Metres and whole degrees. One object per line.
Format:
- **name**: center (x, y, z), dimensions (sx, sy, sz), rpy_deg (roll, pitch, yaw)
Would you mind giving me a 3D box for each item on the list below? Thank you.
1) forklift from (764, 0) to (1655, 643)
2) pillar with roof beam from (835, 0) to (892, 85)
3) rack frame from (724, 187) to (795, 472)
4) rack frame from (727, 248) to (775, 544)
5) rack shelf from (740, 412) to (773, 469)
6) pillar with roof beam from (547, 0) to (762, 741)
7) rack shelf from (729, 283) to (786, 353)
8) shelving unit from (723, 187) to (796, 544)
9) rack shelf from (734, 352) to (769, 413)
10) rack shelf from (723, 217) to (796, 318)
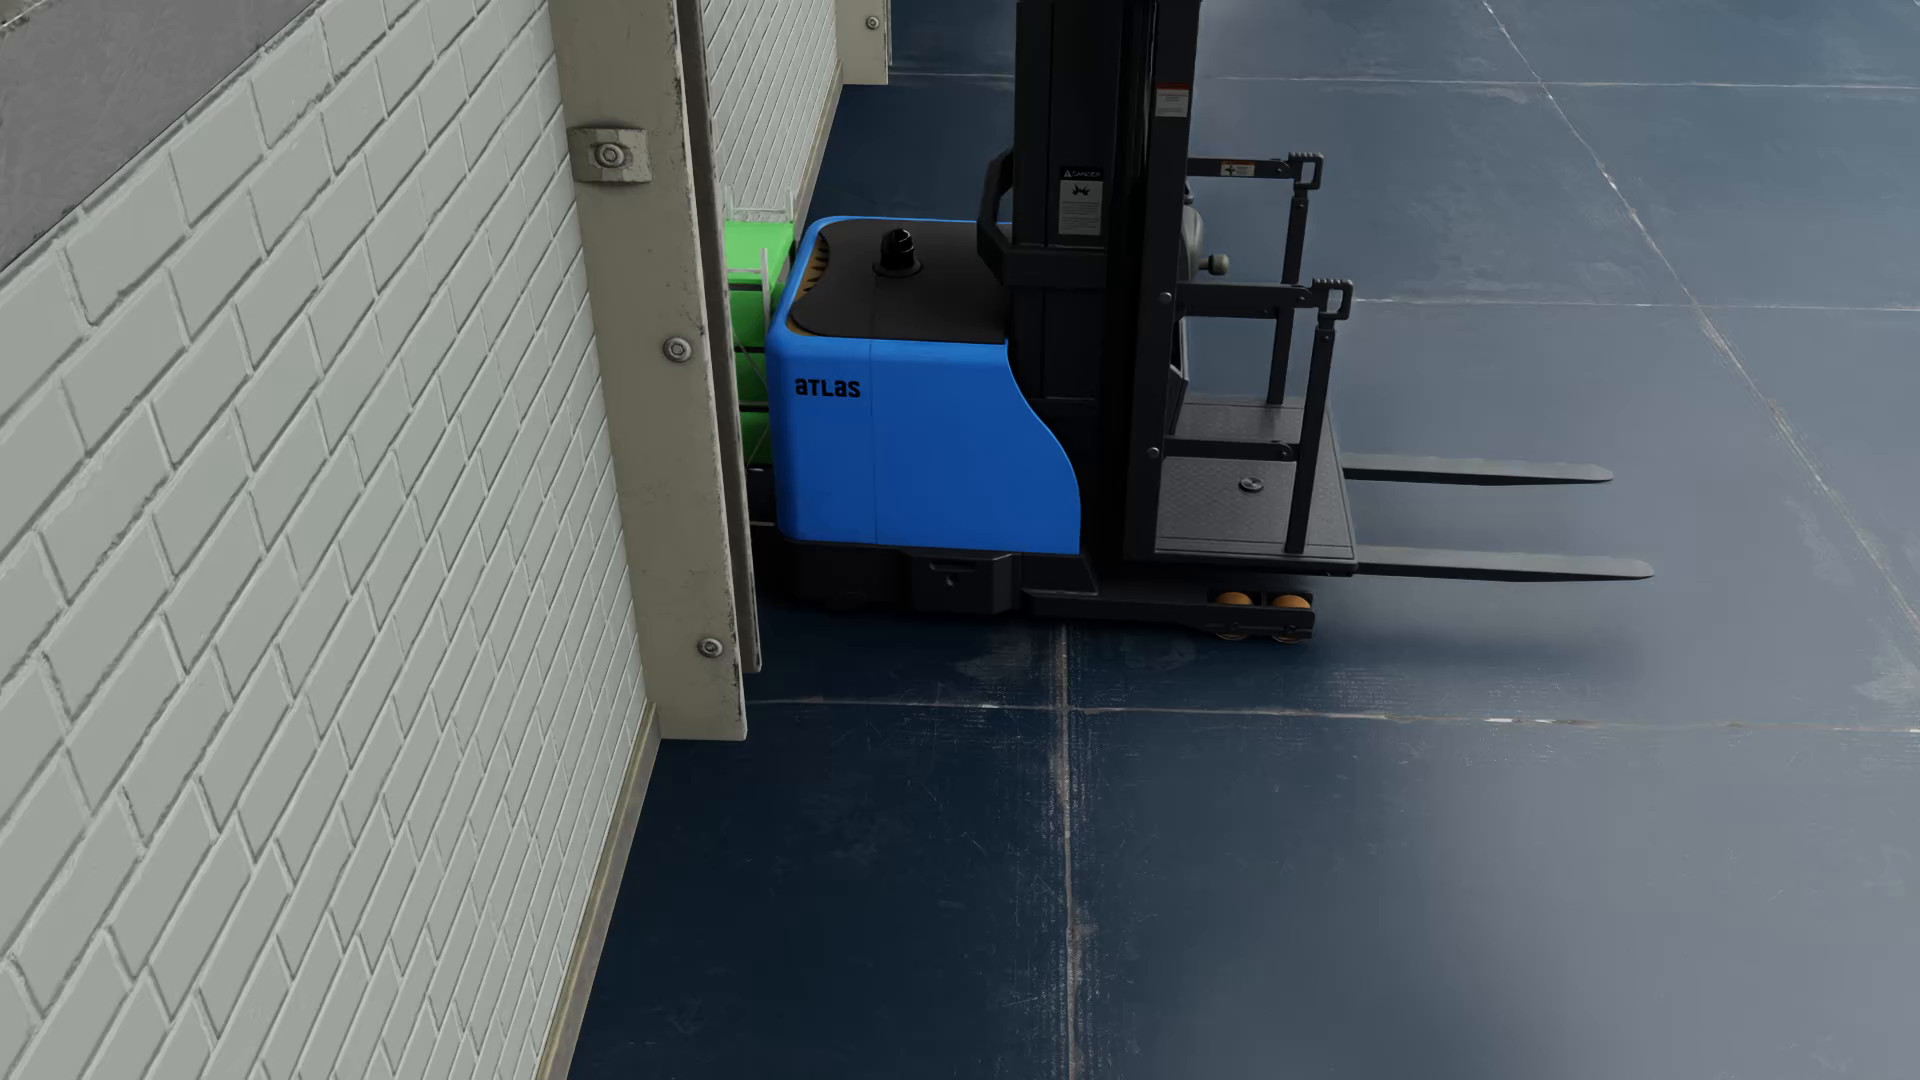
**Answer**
- **forklift**: center (0.900, -1.163, 5.356), dimensions (3.031, 2.935, 1.130), rpy_deg (3, 35, 4)
- **pillar with roof beam**: center (3.706, -6.504, 7.678), dimensions (9.100, 9.000, 0.400), rpy_deg (1, 35, 2)
- **rack frame**: center (-0.722, -0.764, 6.294), dimensions (0.240, 1.200, 0.015), rpy_deg (3, 35, 4)
- **rack frame**: center (-0.766, -0.485, 5.896), dimensions (0.240, 1.200, 0.015), rpy_deg (3, 35, 4)
- **rack shelf**: center (-0.744, -0.376, 6.270), dimensions (0.258, 0.148, 0.480), rpy_deg (3, 35, 4)
- **pillar with roof beam**: center (3.465, -3.056, 2.773), dimensions (9.100, 9.000, 0.400), rpy_deg (1, 35, 2)
- **rack shelf**: center (-0.744, -0.769, 5.994), dimensions (0.258, 0.148, 0.480), rpy_deg (3, 35, 4)
- **shelving unit**: center (-0.744, -0.625, 6.095), dimensions (0.258, 1.200, 0.503), rpy_deg (3, 35, 4)
- **rack shelf**: center (-0.744, -0.572, 6.132), dimensions (0.258, 0.148, 0.480), rpy_deg (3, 35, 4)
- **rack shelf**: center (-0.745, -0.965, 5.856), dimensions (0.258, 0.148, 0.480), rpy_deg (3, 35, 4)
